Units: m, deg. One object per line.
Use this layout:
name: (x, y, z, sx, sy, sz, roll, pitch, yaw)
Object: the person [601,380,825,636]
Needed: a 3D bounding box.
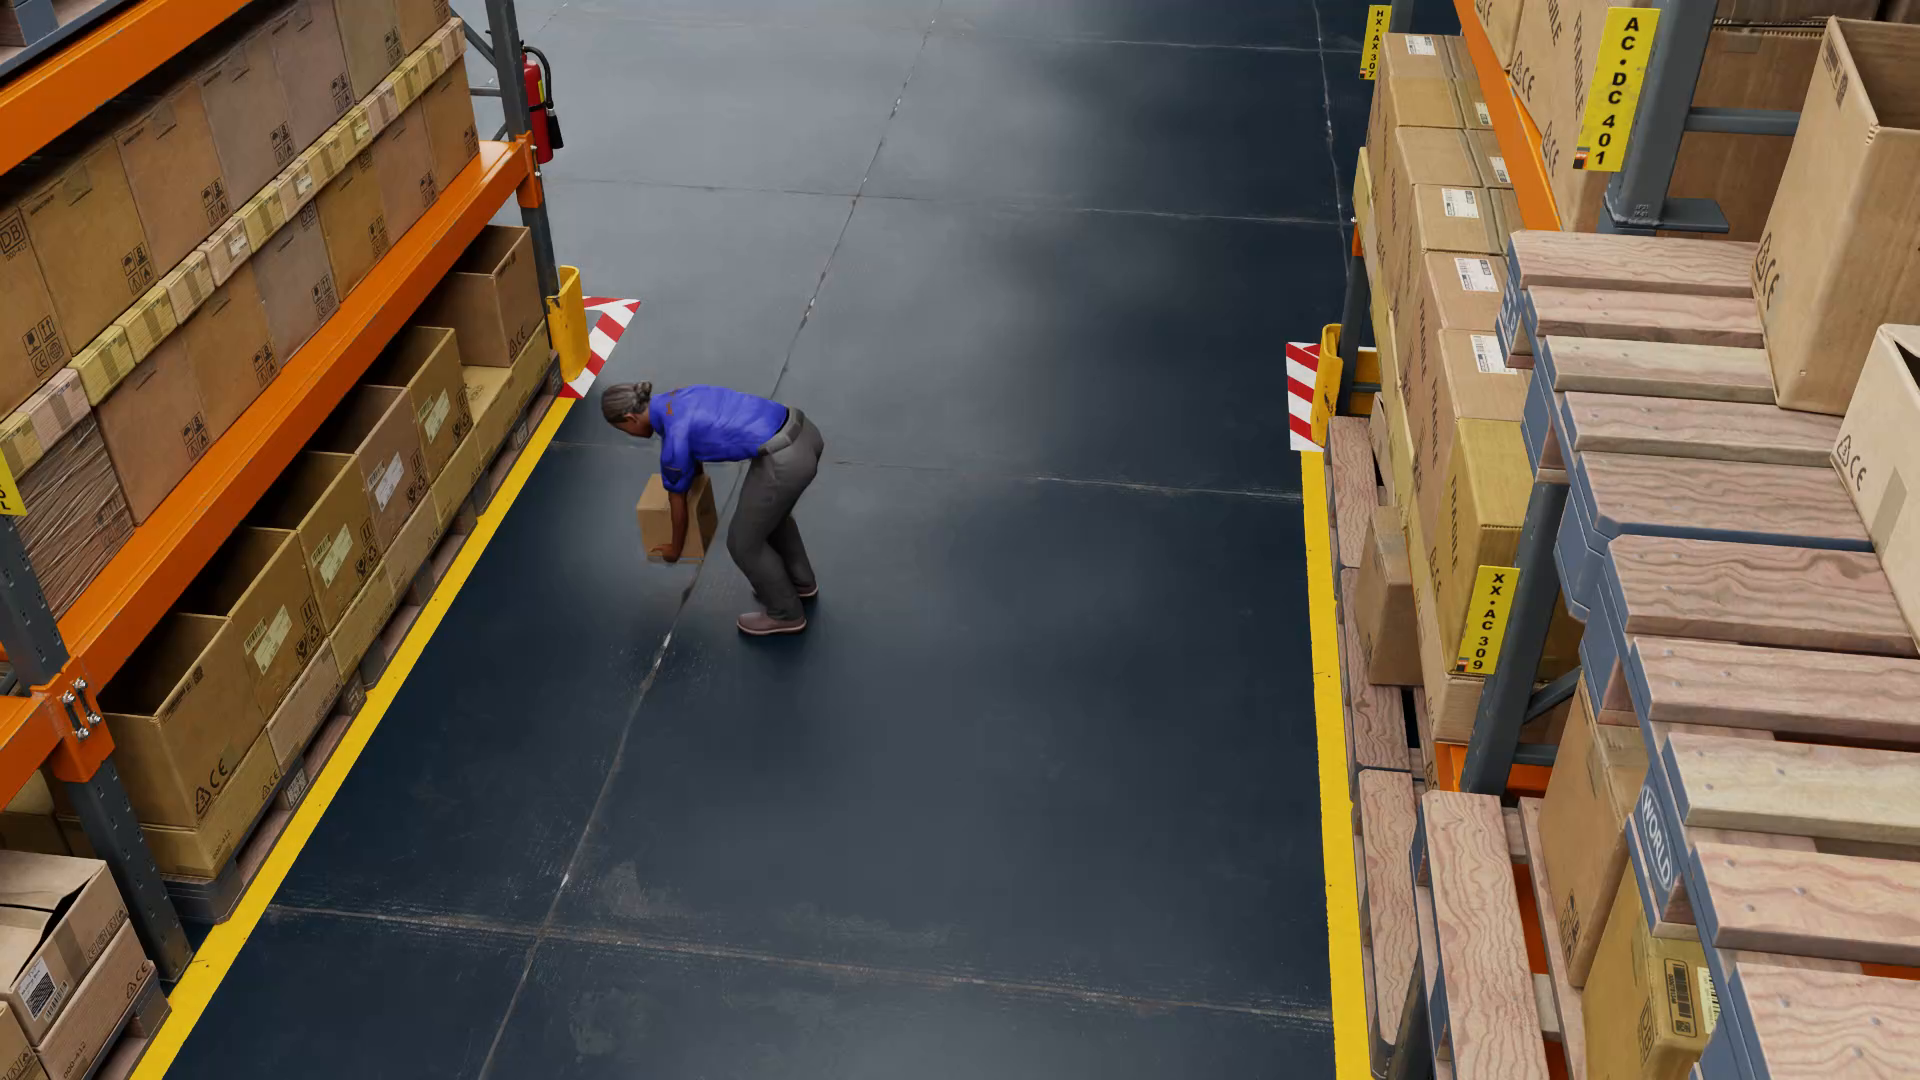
person: (-0.988, -0.157, 6.831, 0.867, 1.112, 0.420, 3, 36, 4)
